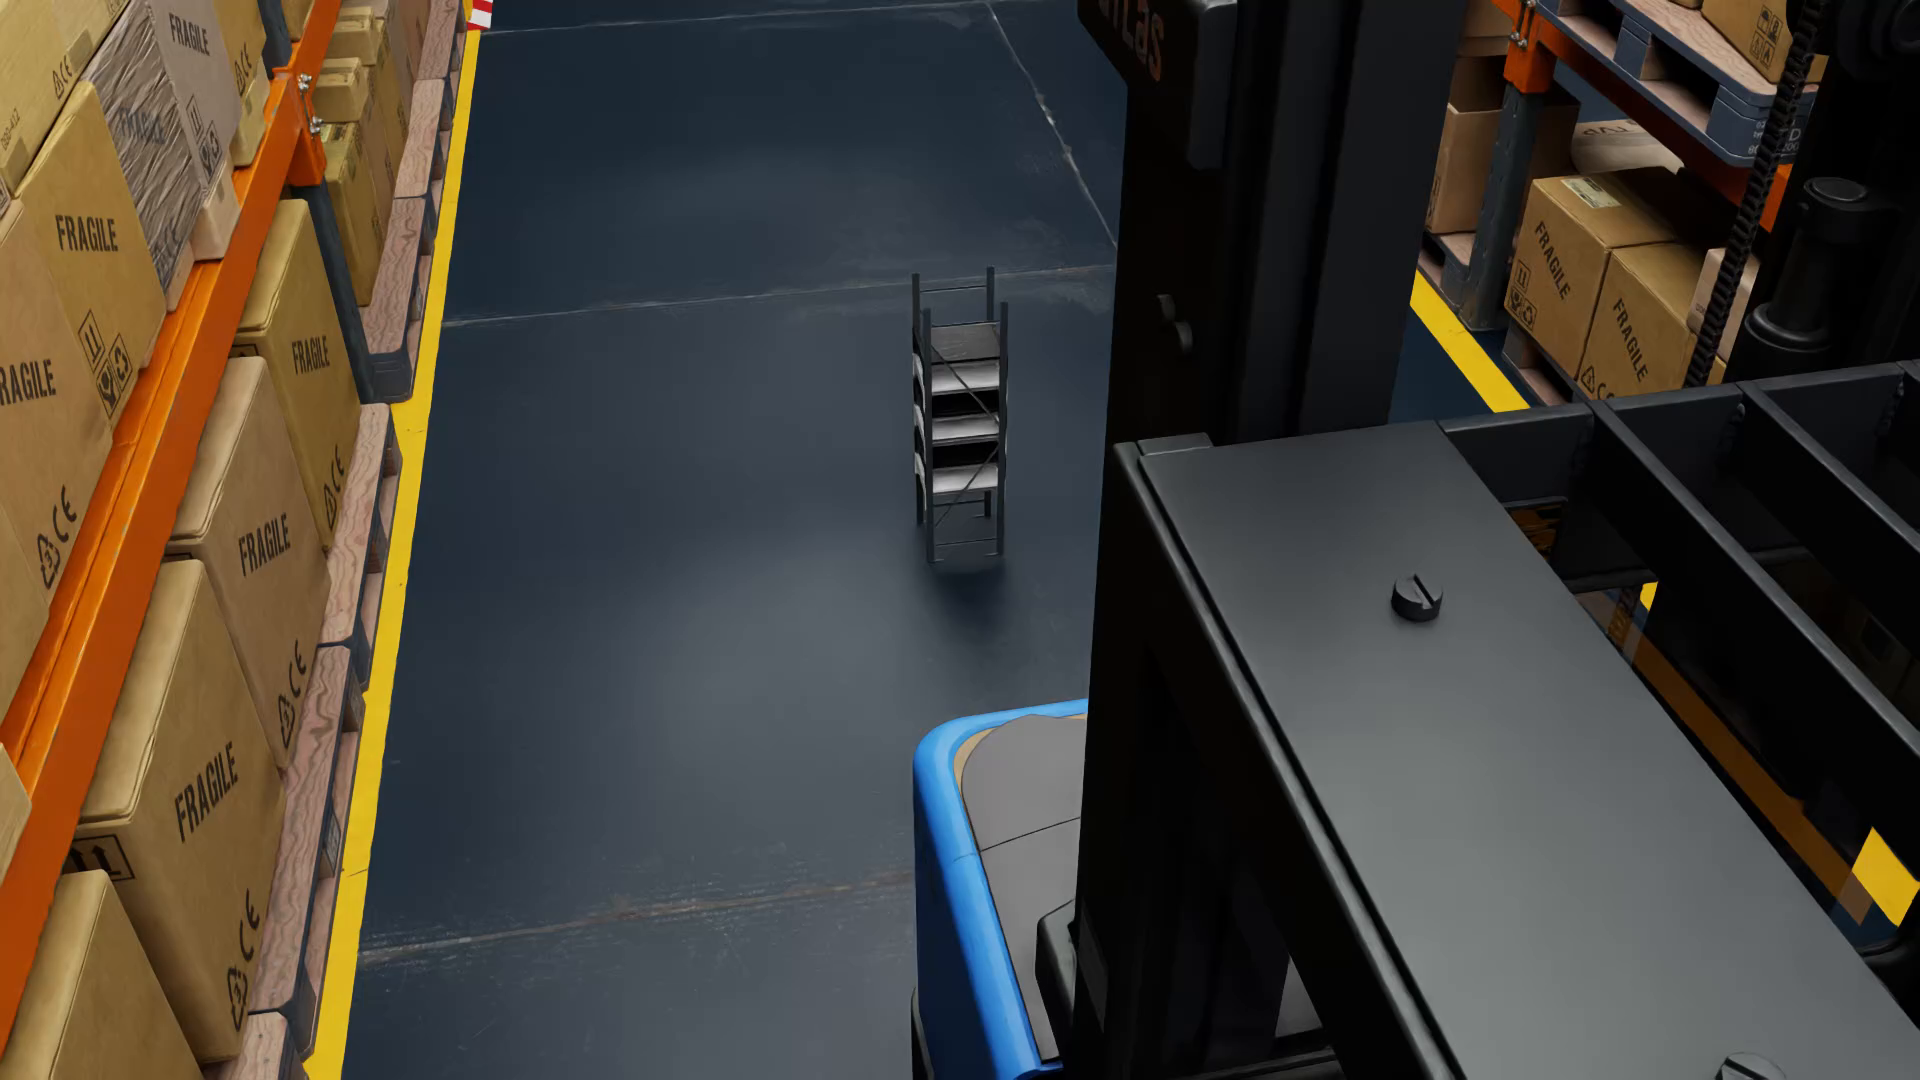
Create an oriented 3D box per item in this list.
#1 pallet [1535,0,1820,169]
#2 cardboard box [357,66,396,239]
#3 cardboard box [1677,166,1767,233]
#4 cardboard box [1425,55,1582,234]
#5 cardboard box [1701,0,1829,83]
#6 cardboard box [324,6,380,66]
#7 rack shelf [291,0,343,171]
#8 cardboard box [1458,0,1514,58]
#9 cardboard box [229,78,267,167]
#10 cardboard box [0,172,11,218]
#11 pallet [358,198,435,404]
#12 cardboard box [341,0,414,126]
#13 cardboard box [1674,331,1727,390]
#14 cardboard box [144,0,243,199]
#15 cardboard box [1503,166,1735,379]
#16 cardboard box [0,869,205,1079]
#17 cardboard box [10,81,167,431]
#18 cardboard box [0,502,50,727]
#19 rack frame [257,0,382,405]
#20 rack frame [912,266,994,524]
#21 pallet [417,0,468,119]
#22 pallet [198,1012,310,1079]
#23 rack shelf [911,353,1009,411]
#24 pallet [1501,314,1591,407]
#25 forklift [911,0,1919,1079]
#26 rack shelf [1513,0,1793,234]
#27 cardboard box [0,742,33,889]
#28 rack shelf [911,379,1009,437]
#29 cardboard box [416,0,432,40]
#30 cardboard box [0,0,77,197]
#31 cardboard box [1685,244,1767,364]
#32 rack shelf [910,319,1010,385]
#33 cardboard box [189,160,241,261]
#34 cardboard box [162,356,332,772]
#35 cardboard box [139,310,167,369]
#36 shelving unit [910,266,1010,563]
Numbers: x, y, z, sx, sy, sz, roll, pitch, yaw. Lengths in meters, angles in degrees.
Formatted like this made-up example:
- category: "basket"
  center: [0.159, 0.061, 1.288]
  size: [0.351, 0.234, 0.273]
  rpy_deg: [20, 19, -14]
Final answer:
- category: "pallet"
  center: [2.431, -1.479, 4.865]
  size: [1.003, 0.211, 1.213]
  rpy_deg: [-6, 38, -8]
- category: "cardboard box"
  center: [-2.593, -1.459, 6.378]
  size: [0.700, 0.500, 0.500]
  rpy_deg: [-7, 38, -8]
- category: "cardboard box"
  center: [2.767, -0.968, 5.730]
  size: [0.500, 0.500, 0.500]
  rpy_deg: [-6, 38, -8]
- category: "cardboard box"
  center: [2.019, -1.549, 6.478]
  size: [0.500, 0.500, 0.500]
  rpy_deg: [-6, 38, -8]
- category: "cardboard box"
  center: [2.444, -1.535, 4.358]
  size: [0.700, 0.500, 0.500]
  rpy_deg: [-1, 38, -1]
- category: "cardboard box"
  center: [-2.480, -1.953, 6.485]
  size: [0.380, 0.149, 0.250]
  rpy_deg: [-7, 38, -9]
- category: "rack shelf"
  center: [-2.828, -2.438, 6.529]
  size: [1.077, 0.370, 4.000]
  rpy_deg: [-6, 38, -8]
- category: "cardboard box"
  center: [2.064, -2.371, 7.533]
  size: [0.797, 0.503, 0.637]
  rpy_deg: [-6, 38, -8]
- category: "cardboard box"
  center: [-2.072, -1.099, 4.408]
  size: [0.380, 0.149, 0.250]
  rpy_deg: [-6, 38, -7]
- category: "cardboard box"
  center: [-1.789, -0.487, 2.480]
  size: [0.500, 0.250, 0.500]
  rpy_deg: [-6, 38, -8]
- category: "pallet"
  center: [-2.534, -0.880, 6.211]
  size: [1.003, 0.211, 1.213]
  rpy_deg: [-6, 38, -8]
- category: "cardboard box"
  center: [-2.781, -2.091, 7.191]
  size: [0.700, 0.500, 0.500]
  rpy_deg: [-7, 38, -9]
- category: "cardboard box"
  center: [2.428, -0.293, 4.862]
  size: [0.500, 0.500, 0.500]
  rpy_deg: [-6, 38, -7]
- category: "cardboard box"
  center: [-2.049, -1.120, 3.906]
  size: [0.500, 0.500, 0.500]
  rpy_deg: [-6, 38, -8]
- category: "cardboard box"
  center: [2.243, -0.917, 5.664]
  size: [0.500, 0.500, 0.500]
  rpy_deg: [-8, 39, -10]
- category: "cardboard box"
  center: [-1.776, 1.127, 2.764]
  size: [0.750, 0.750, 0.750]
  rpy_deg: [-7, 38, -9]
- category: "cardboard box"
  center: [-1.877, -0.514, 3.127]
  size: [0.500, 0.500, 0.500]
  rpy_deg: [-5, 38, -7]
- category: "cardboard box"
  center: [-1.692, 0.099, 2.337]
  size: [0.500, 0.500, 0.500]
  rpy_deg: [-5, 38, -6]
- category: "rack frame"
  center: [-2.478, -1.514, 4.754]
  size: [1.000, 3.000, 0.127]
  rpy_deg: [-6, 38, -8]
- category: "rack frame"
  center: [-0.019, -0.422, 5.059]
  size: [0.240, 0.900, 0.006]
  rpy_deg: [-6, 38, -8]
- category: "pallet"
  center: [-2.962, -2.354, 8.108]
  size: [1.003, 0.211, 1.213]
  rpy_deg: [-6, 38, -8]
- category: "pallet"
  center: [-1.841, 1.519, 3.123]
  size: [1.003, 0.211, 1.213]
  rpy_deg: [-6, 38, -8]
- category: "rack shelf"
  center: [-0.001, -0.476, 4.890]
  size: [0.258, 0.077, 0.200]
  rpy_deg: [-6, 38, -8]
- category: "pallet"
  center: [2.578, -0.460, 5.671]
  size: [1.003, 0.211, 1.213]
  rpy_deg: [-6, 38, -8]
- category: "forklift"
  center: [0.711, 0.848, 1.769]
  size: [1.130, 2.935, 3.031]
  rpy_deg: [-8, 38, -10]
- category: "rack shelf"
  center: [2.749, -0.557, 4.108]
  size: [1.077, 0.370, 4.000]
  rpy_deg: [-6, 38, -8]
- category: "cardboard box"
  center: [-1.605, 0.447, 2.418]
  size: [0.380, 0.149, 0.250]
  rpy_deg: [-5, 38, -7]
- category: "rack shelf"
  center: [-0.001, -0.405, 4.945]
  size: [0.258, 0.077, 0.200]
  rpy_deg: [-6, 38, -8]
- category: "cardboard box"
  center: [-2.958, -2.696, 7.971]
  size: [0.700, 0.500, 0.500]
  rpy_deg: [-6, 38, -8]
- category: "cardboard box"
  center: [-1.884, -0.795, 2.876]
  size: [0.500, 0.250, 0.500]
  rpy_deg: [-7, 38, -9]
- category: "cardboard box"
  center: [2.419, -0.609, 4.657]
  size: [0.500, 0.250, 0.500]
  rpy_deg: [-6, 38, -8]
- category: "rack shelf"
  center: [-0.001, -0.547, 4.835]
  size: [0.258, 0.077, 0.200]
  rpy_deg: [-6, 38, -8]
- category: "cardboard box"
  center: [-1.967, -0.784, 4.003]
  size: [0.380, 0.149, 0.250]
  rpy_deg: [-6, 38, -8]
- category: "cardboard box"
  center: [-2.077, 0.084, 4.106]
  size: [0.750, 0.750, 0.750]
  rpy_deg: [-5, 38, -7]
- category: "cardboard box"
  center: [-1.960, -0.477, 3.607]
  size: [0.380, 0.149, 0.250]
  rpy_deg: [-7, 38, -9]
- category: "shelving unit"
  center: [-0.001, -0.360, 4.980]
  size: [0.258, 0.900, 0.210]
  rpy_deg: [-6, 38, -8]
